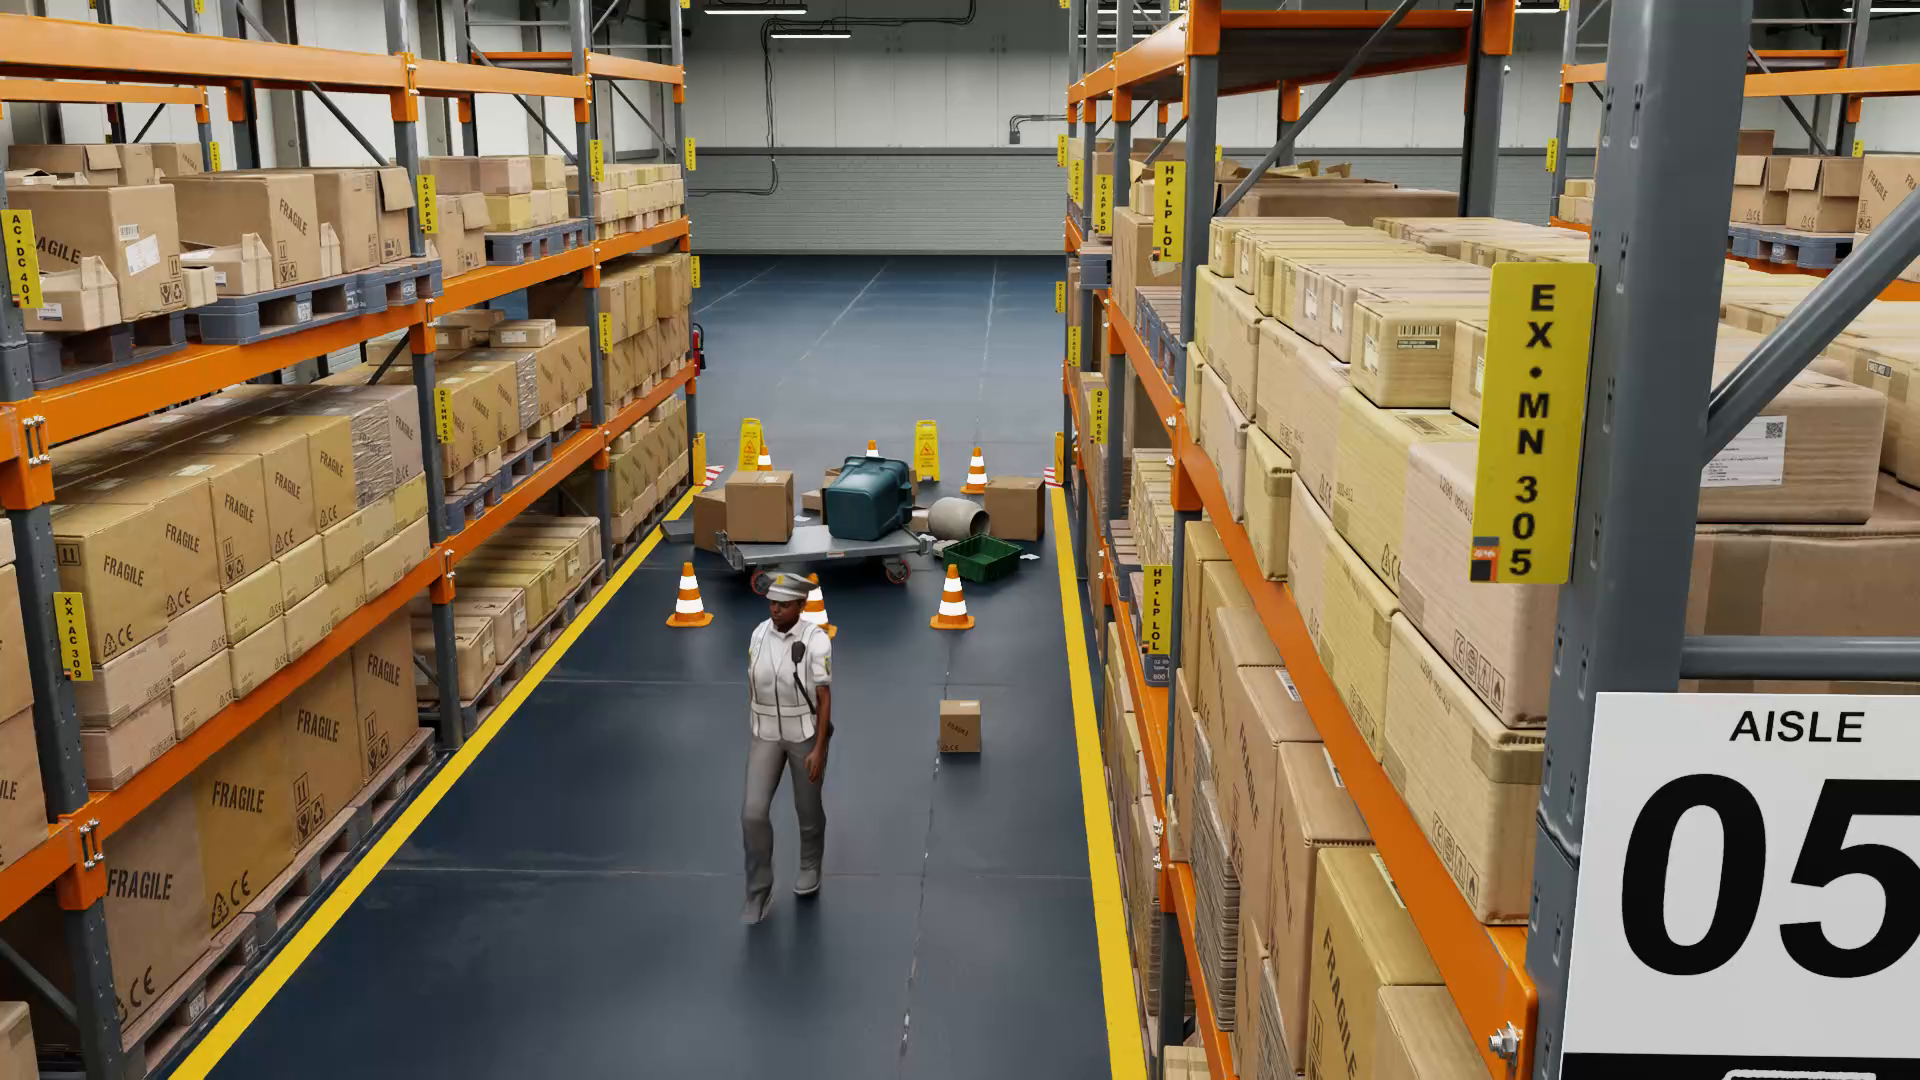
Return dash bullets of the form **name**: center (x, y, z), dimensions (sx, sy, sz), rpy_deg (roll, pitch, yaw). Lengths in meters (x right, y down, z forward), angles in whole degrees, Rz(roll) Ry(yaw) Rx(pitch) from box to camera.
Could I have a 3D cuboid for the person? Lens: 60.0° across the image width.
- **person**: center (-0.828, 1.002, 8.033), dimensions (0.454, 1.768, 0.593), rpy_deg (3, 14, 13)
